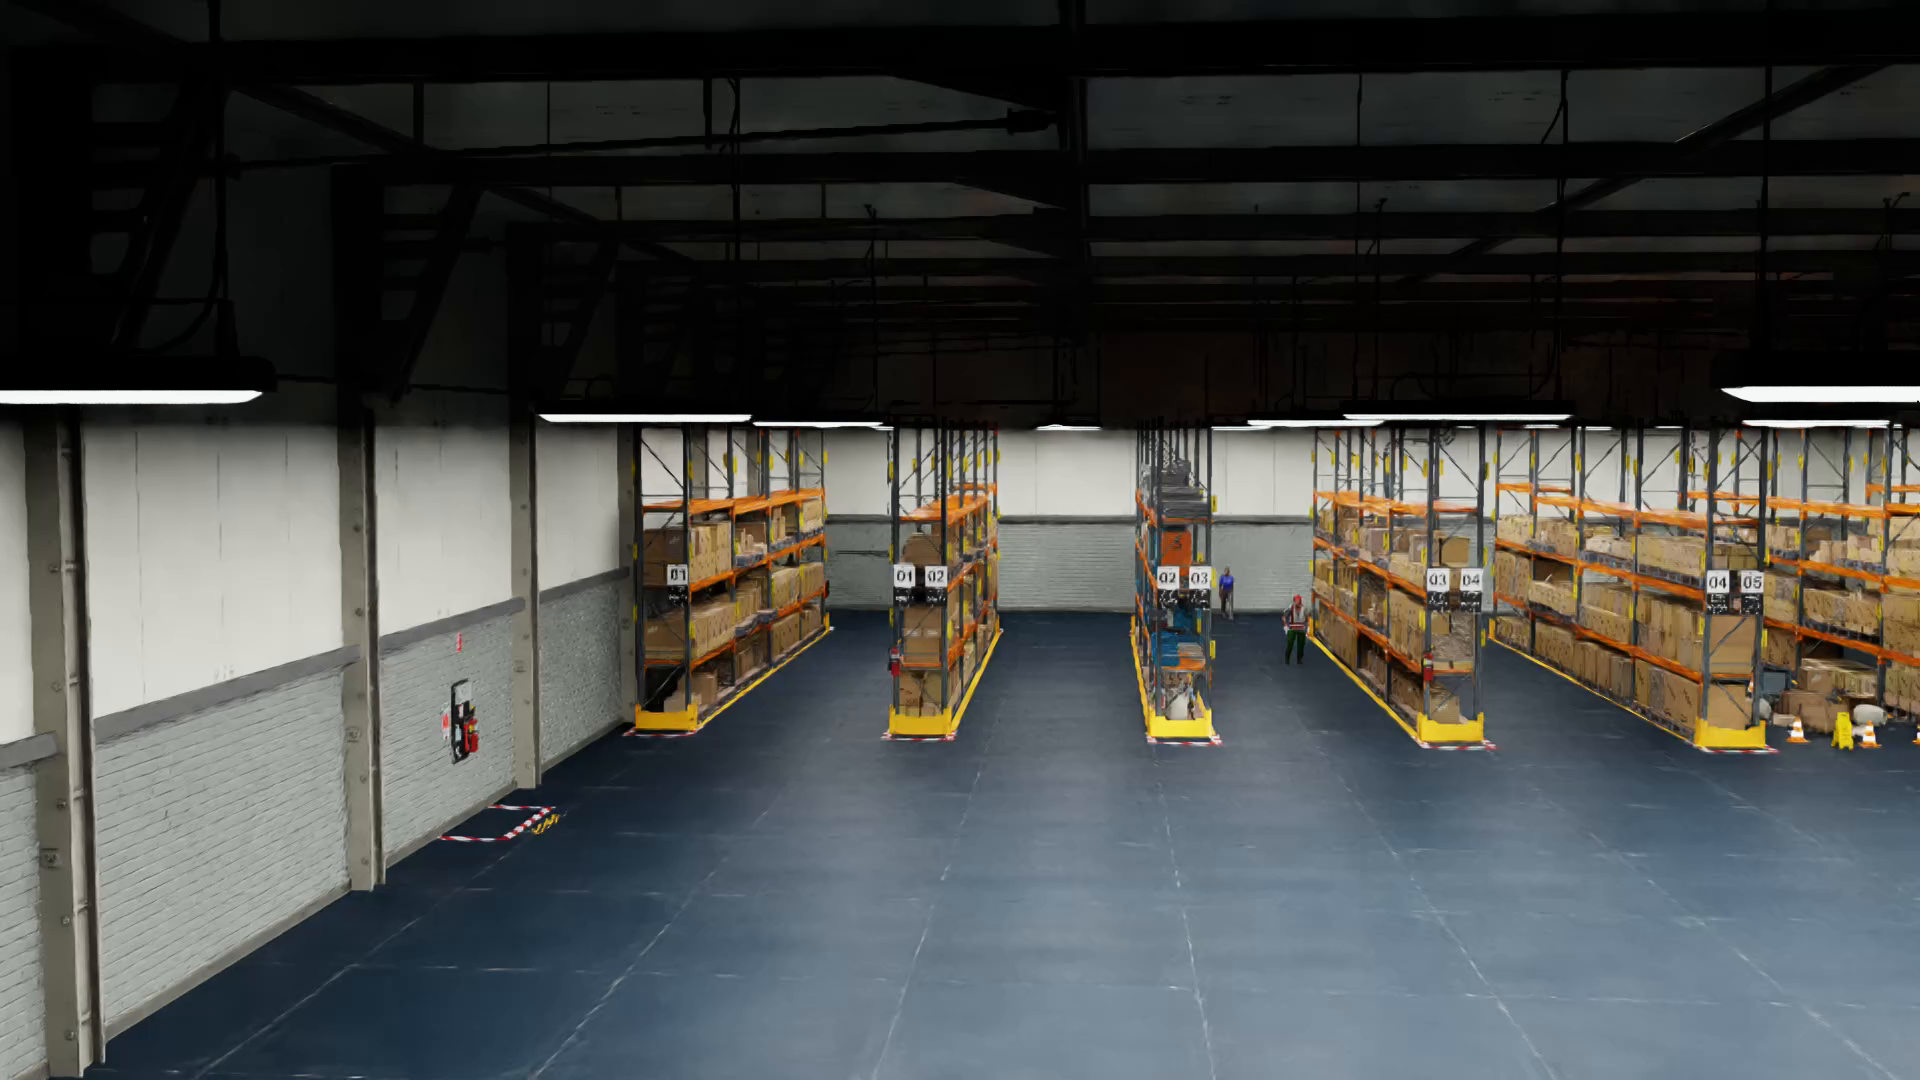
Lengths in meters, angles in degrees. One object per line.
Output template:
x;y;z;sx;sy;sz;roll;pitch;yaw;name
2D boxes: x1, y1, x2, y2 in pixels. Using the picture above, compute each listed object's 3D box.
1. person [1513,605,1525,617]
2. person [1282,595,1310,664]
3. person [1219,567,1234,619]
15.968;1.792;47.315;0.386;1.666;0.563;-2;4;-26;person
8.255;2.197;40.812;0.677;1.742;0.552;0;4;3;person
8.159;1.598;50.893;0.447;1.574;1.088;0;4;7;person
